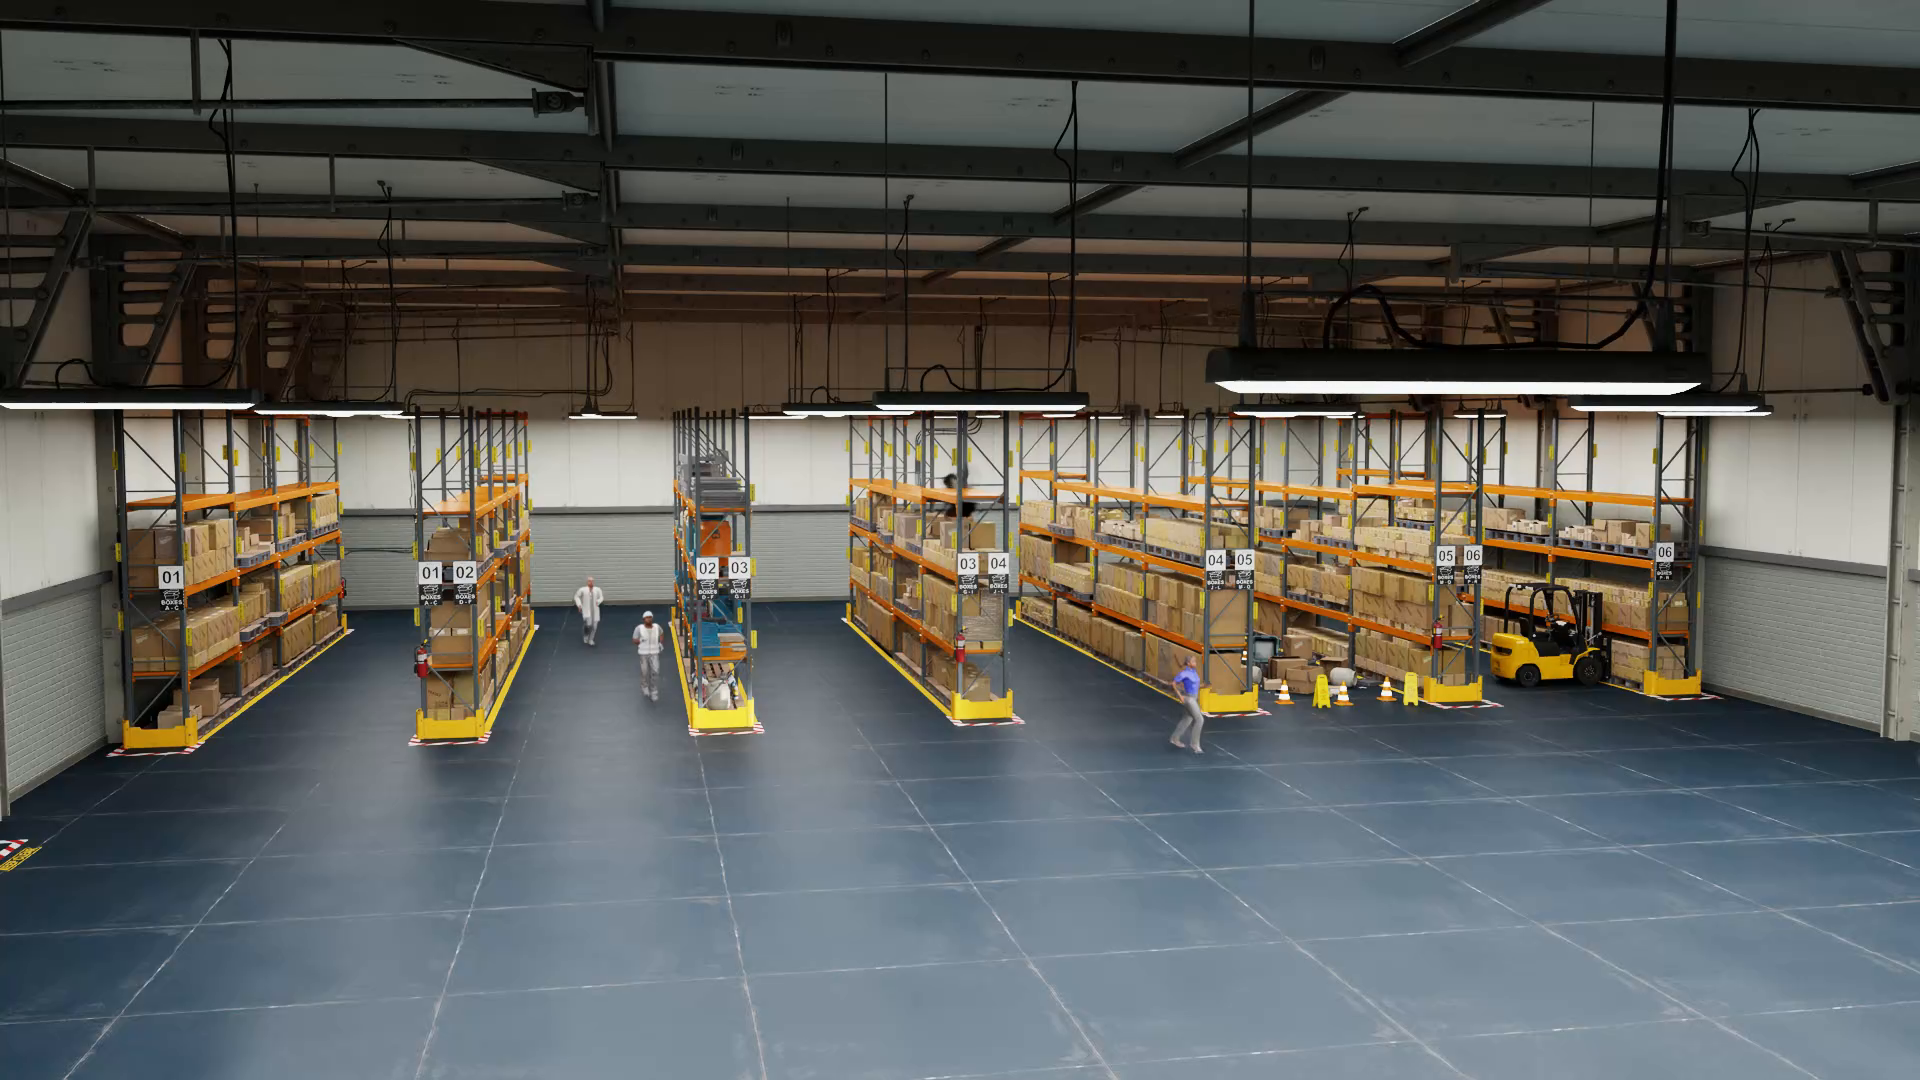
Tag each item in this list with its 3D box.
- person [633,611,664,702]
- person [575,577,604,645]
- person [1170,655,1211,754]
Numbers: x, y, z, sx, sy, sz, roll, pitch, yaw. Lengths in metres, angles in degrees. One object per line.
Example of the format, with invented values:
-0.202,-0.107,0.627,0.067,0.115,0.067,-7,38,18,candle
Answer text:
-6.417,2.382,34.293,0.657,1.835,0.763,-1,4,-15,person
-9.432,1.824,42.492,0.692,1.737,0.655,-2,5,-27,person
3.990,2.850,28.849,0.741,1.717,0.544,2,4,25,person
